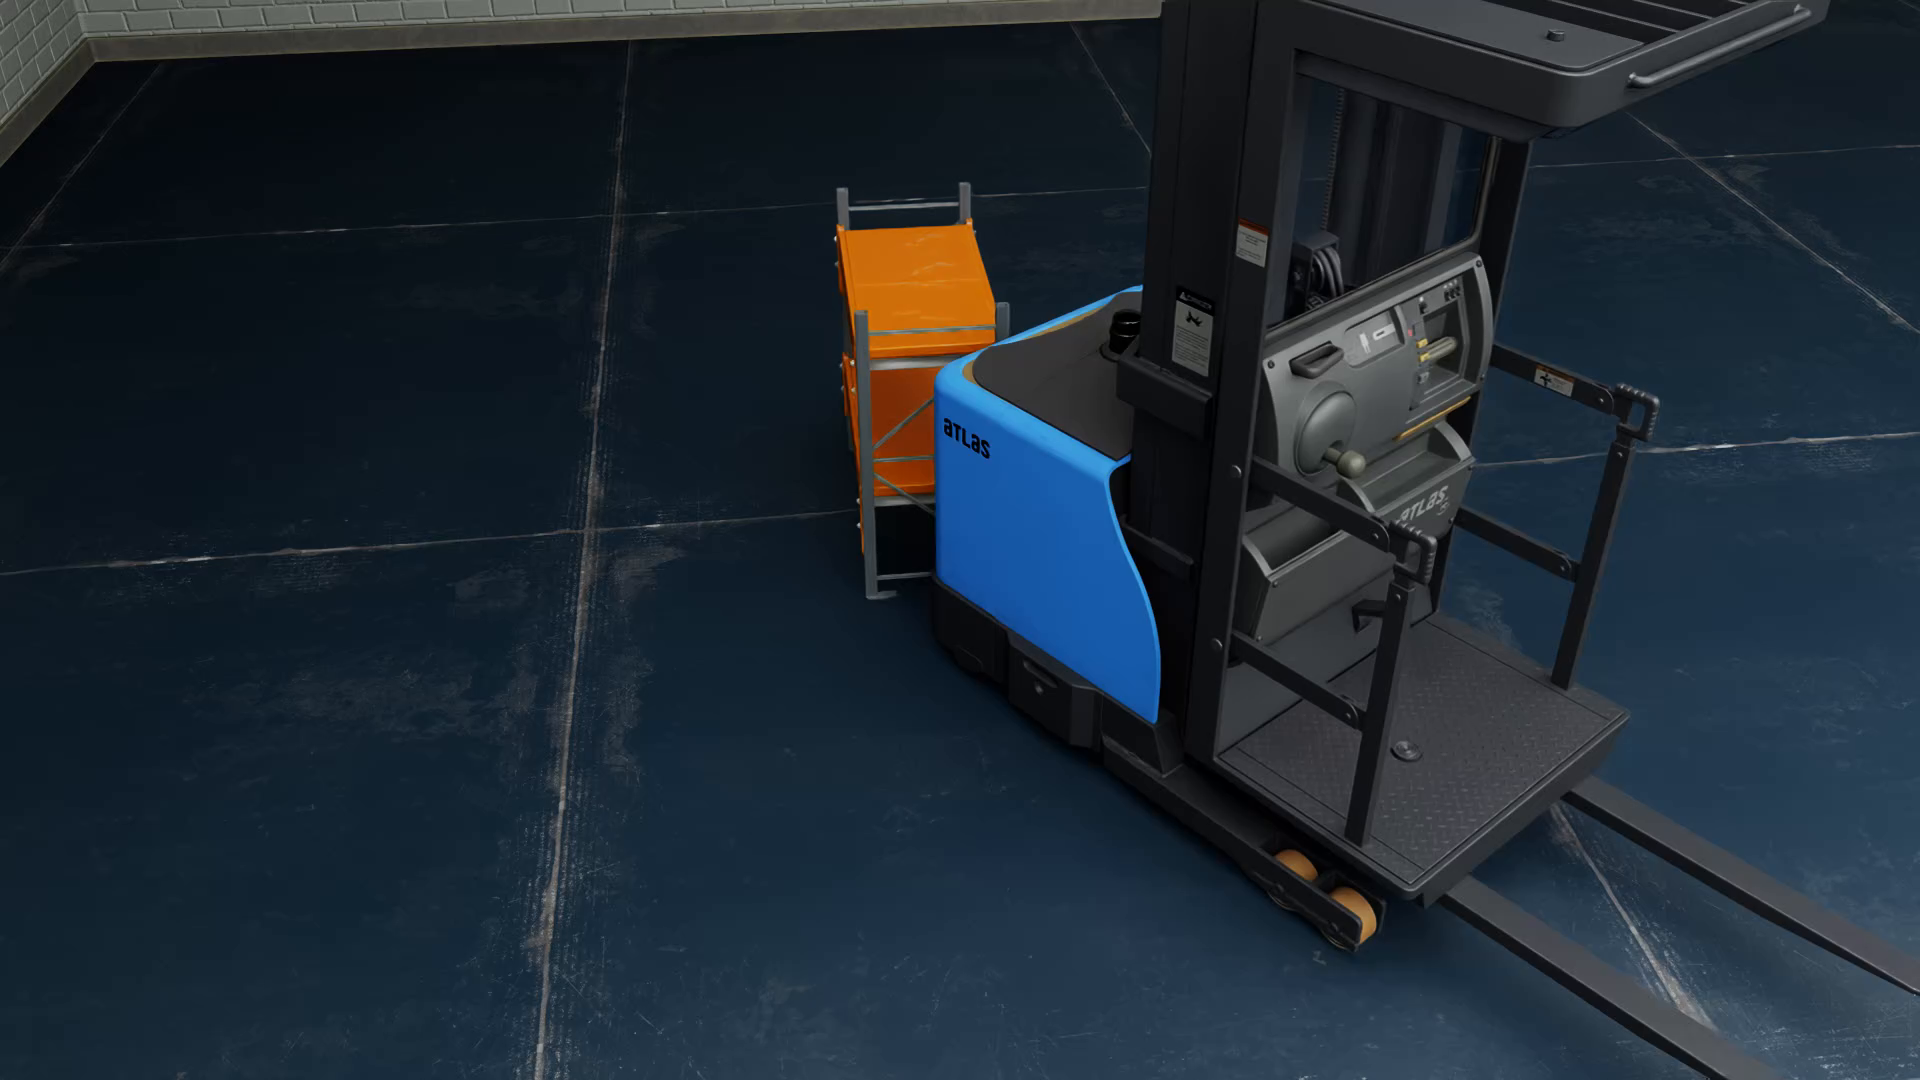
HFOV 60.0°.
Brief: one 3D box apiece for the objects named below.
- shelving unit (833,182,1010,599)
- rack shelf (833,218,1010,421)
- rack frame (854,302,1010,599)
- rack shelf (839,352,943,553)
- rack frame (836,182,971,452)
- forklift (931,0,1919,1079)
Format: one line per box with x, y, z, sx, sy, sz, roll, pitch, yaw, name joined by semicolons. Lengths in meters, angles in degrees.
-0.150;-0.564;6.079;0.538;1.125;1.048;-4;34;-6;shelving unit
-0.150;-0.806;5.914;0.538;0.278;1.000;-4;34;-6;rack shelf
-0.089;-0.280;5.662;0.500;1.125;0.032;-4;34;-6;rack frame
-0.150;-0.362;6.217;0.538;0.278;1.000;-4;34;-6;rack shelf
-0.210;-0.848;6.496;0.500;1.125;0.032;-4;34;-6;rack frame
1.253;-0.409;4.247;1.130;2.935;3.031;-26;42;-33;forklift
